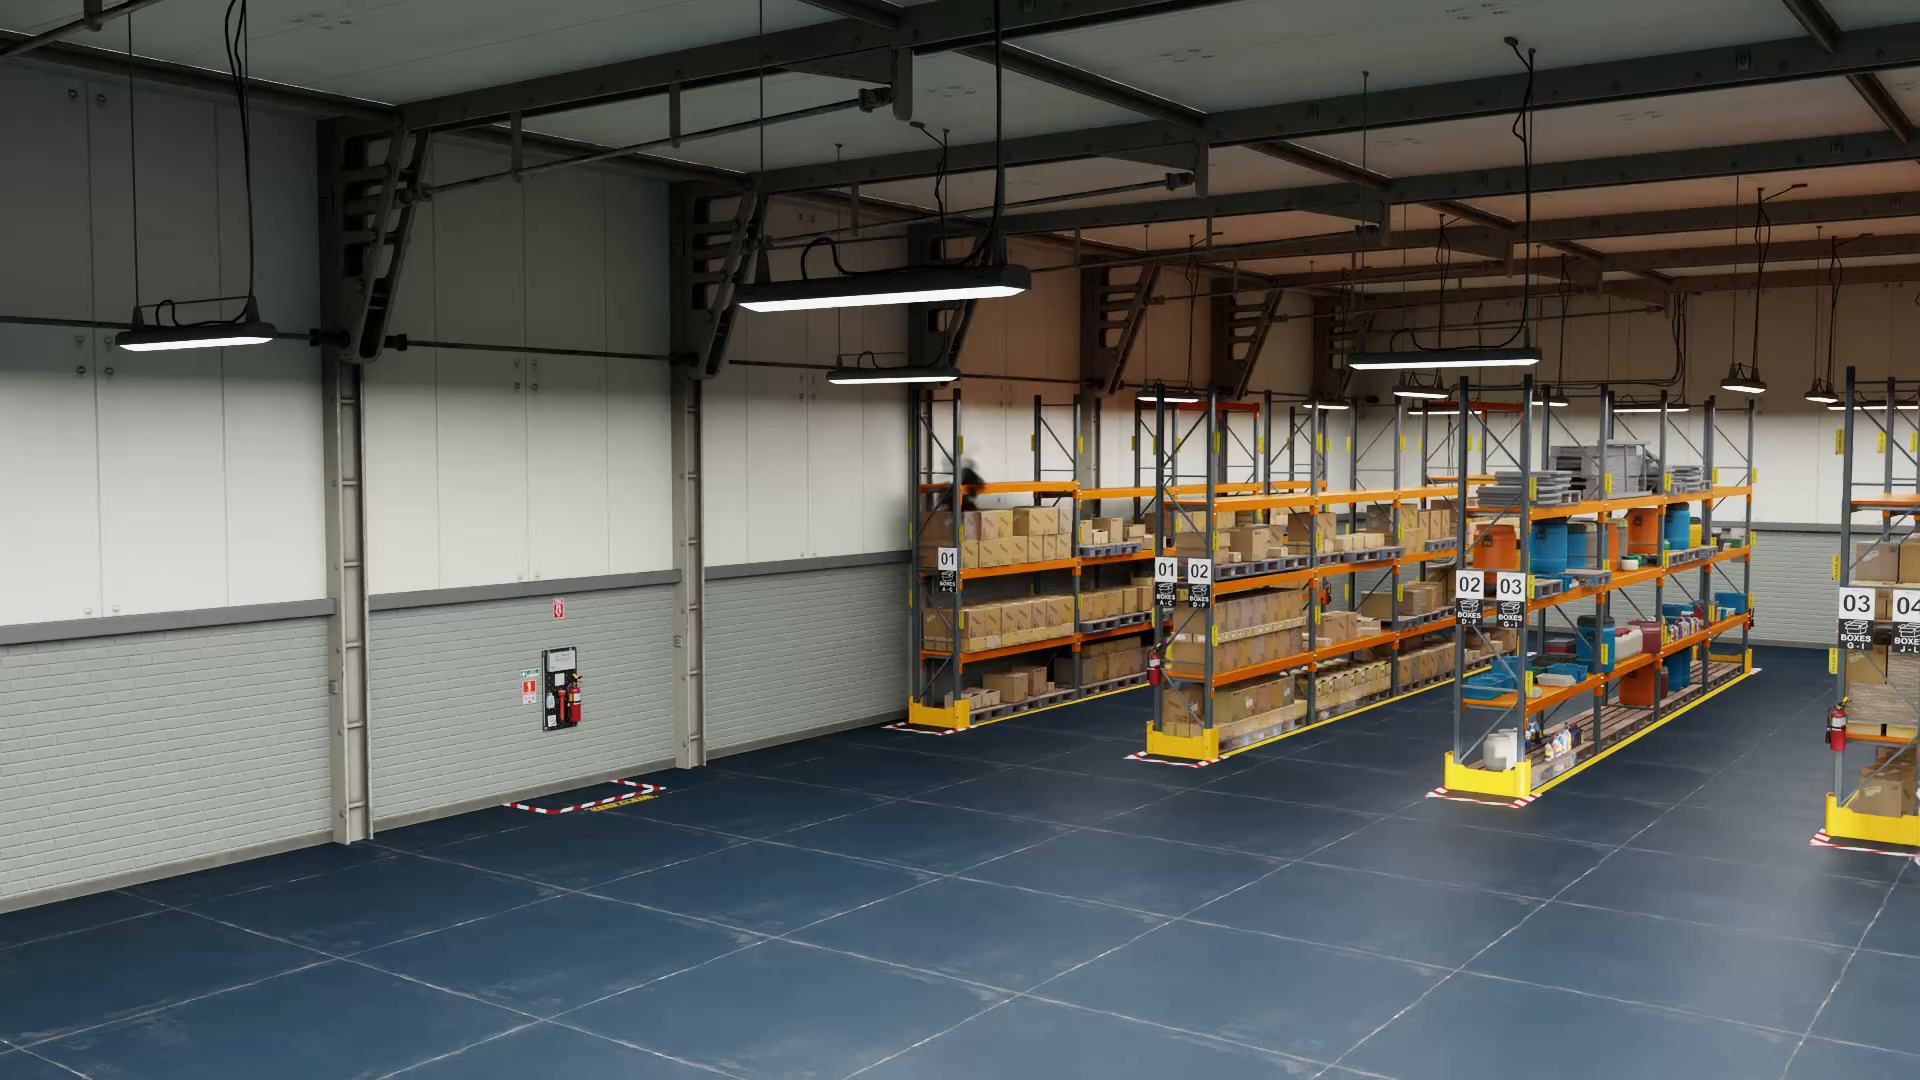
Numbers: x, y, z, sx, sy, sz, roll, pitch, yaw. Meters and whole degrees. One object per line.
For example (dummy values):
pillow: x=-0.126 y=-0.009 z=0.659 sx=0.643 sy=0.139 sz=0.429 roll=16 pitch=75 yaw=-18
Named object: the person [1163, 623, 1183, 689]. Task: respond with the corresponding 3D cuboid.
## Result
person: x=3.888 y=2.363 z=30.087 sx=0.694 sy=1.763 sz=0.951 roll=2 pitch=4 yaw=33
